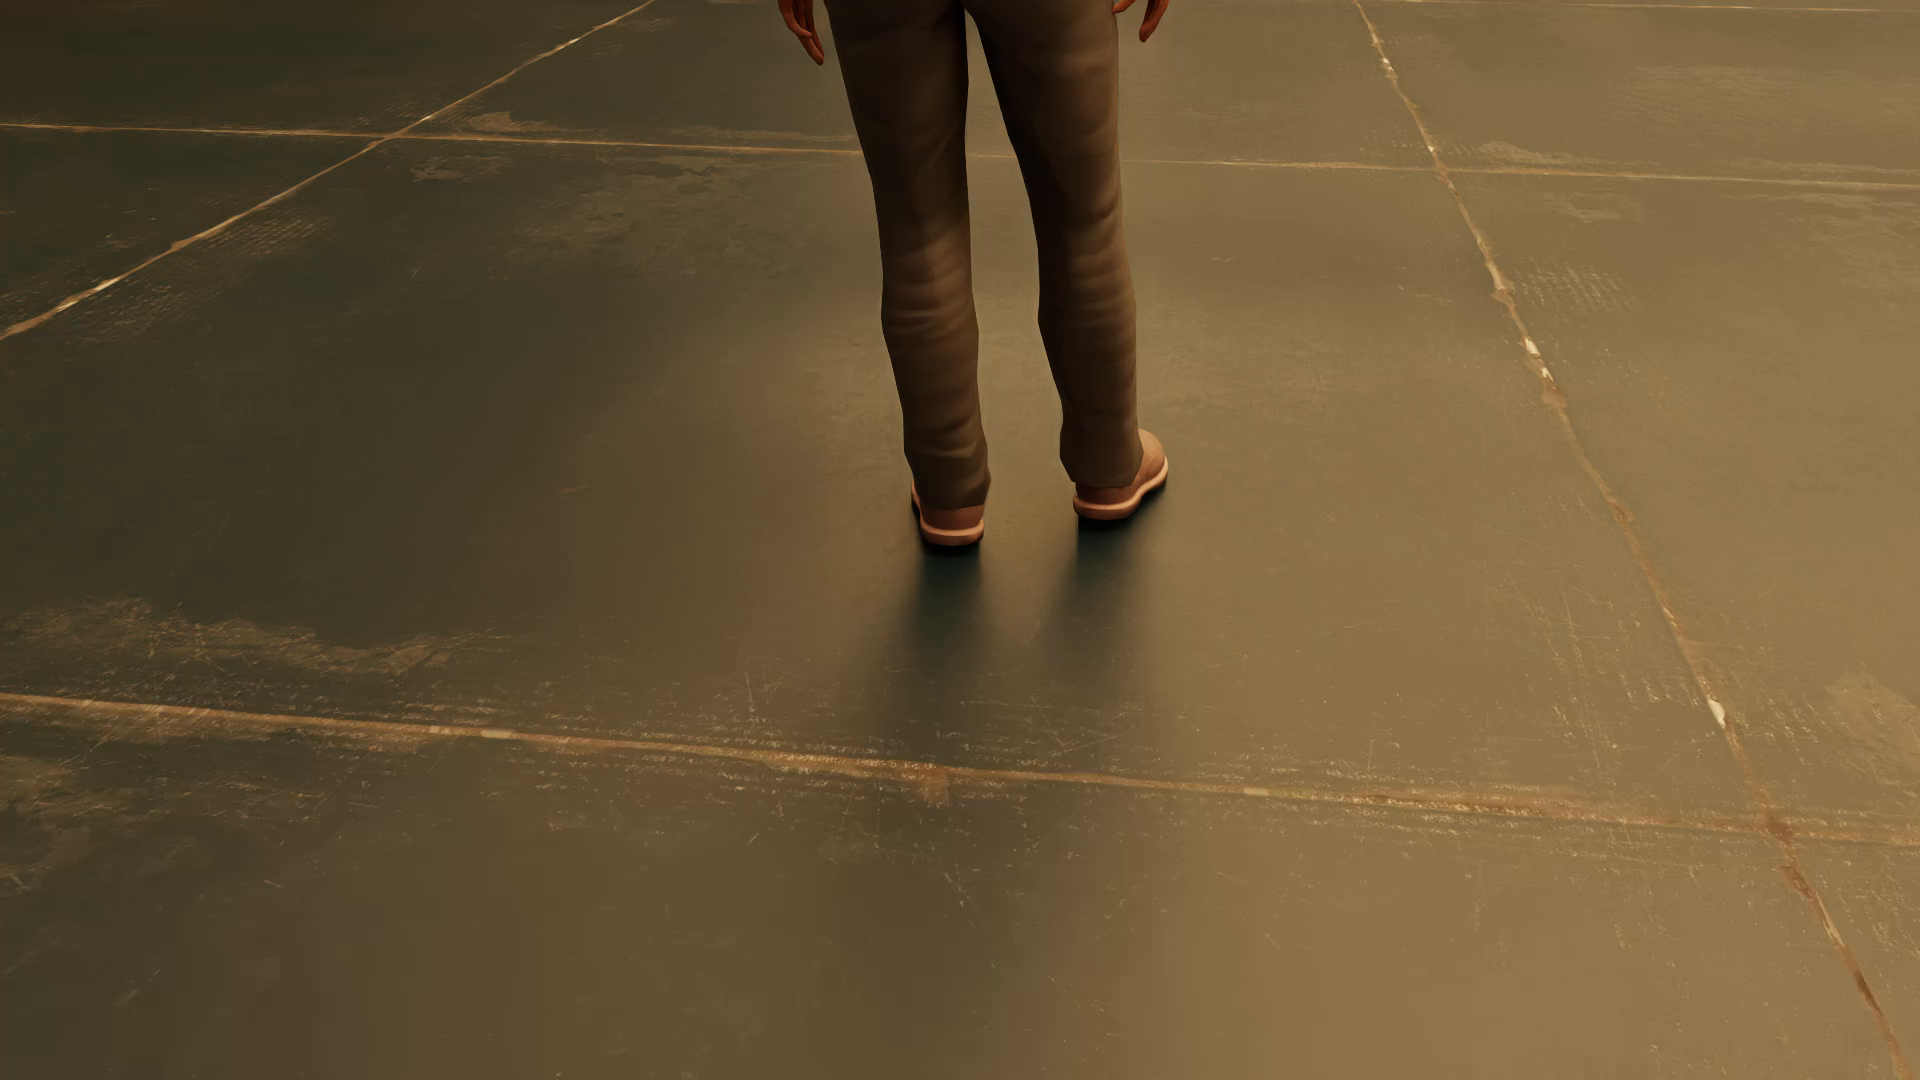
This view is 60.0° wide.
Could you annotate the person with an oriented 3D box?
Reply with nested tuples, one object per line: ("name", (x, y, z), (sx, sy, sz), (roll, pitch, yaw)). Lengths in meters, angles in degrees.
("person", (0.032, -0.785, 2.203), (0.569, 1.655, 0.504), (3, 27, 7))
